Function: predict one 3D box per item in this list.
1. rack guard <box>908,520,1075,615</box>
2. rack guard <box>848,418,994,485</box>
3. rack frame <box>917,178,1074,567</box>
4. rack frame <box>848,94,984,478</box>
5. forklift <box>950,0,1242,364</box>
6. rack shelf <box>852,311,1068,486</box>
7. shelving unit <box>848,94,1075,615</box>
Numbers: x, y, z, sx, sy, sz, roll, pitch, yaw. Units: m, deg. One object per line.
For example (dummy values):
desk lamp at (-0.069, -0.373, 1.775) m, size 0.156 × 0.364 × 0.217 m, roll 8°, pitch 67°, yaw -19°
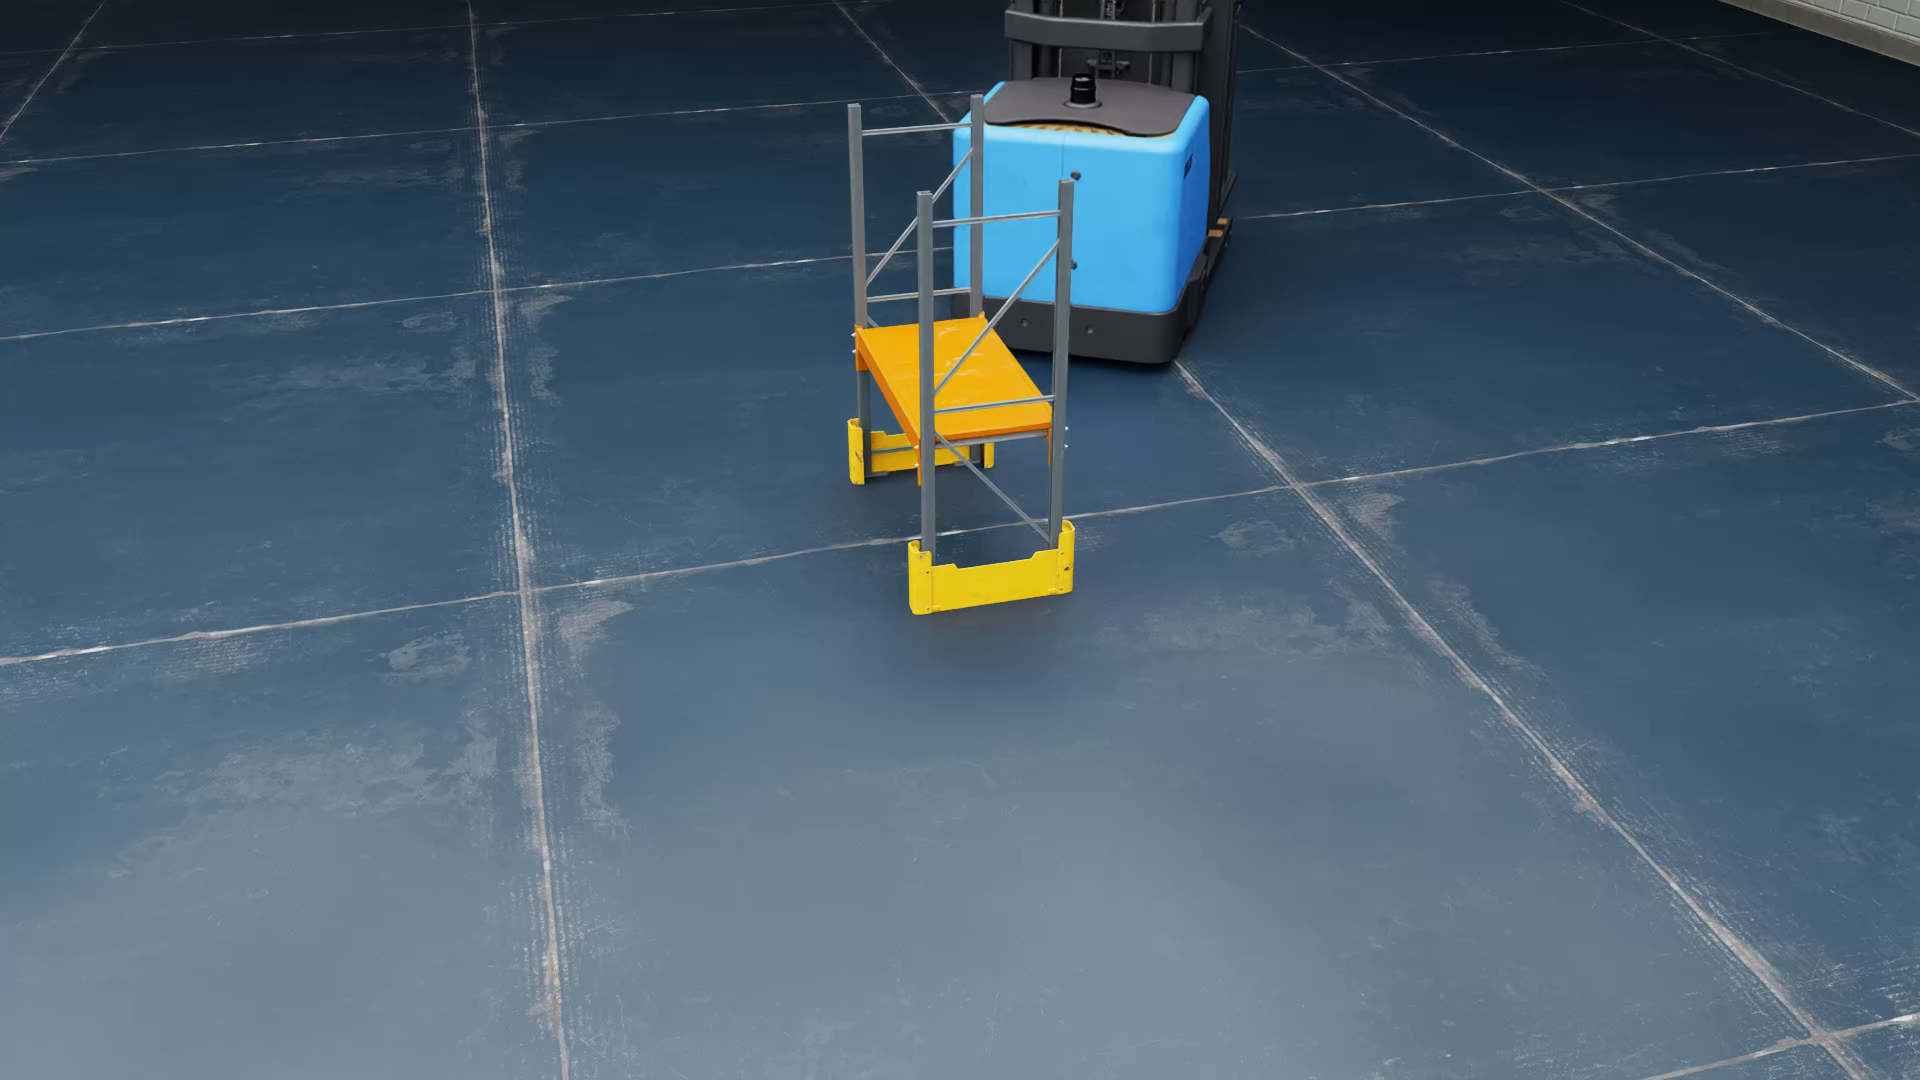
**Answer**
rack guard at (0.112, 0.096, 5.835) m, size 0.587 × 0.250 × 0.087 m, roll -8°, pitch 31°, yaw -13°
rack guard at (-0.152, -0.386, 6.667) m, size 0.587 × 0.250 × 0.087 m, roll -8°, pitch 31°, yaw -13°
rack frame at (0.112, -0.445, 5.521) m, size 0.500 × 1.500 × 0.032 m, roll -8°, pitch 31°, yaw -13°
rack frame at (-0.158, -0.936, 6.370) m, size 0.500 × 1.500 × 0.032 m, roll -8°, pitch 31°, yaw -13°
forklift at (0.844, -2.787, 8.140) m, size 1.130 × 2.935 × 3.031 m, roll 8°, pitch 31°, yaw 13°
rack shelf at (-0.023, -0.535, 6.036) m, size 0.538 × 0.185 × 1.000 m, roll -8°, pitch 31°, yaw -13°
shelving unit at (-0.020, -0.686, 5.938) m, size 0.587 × 1.500 × 1.083 m, roll -8°, pitch 31°, yaw -13°
